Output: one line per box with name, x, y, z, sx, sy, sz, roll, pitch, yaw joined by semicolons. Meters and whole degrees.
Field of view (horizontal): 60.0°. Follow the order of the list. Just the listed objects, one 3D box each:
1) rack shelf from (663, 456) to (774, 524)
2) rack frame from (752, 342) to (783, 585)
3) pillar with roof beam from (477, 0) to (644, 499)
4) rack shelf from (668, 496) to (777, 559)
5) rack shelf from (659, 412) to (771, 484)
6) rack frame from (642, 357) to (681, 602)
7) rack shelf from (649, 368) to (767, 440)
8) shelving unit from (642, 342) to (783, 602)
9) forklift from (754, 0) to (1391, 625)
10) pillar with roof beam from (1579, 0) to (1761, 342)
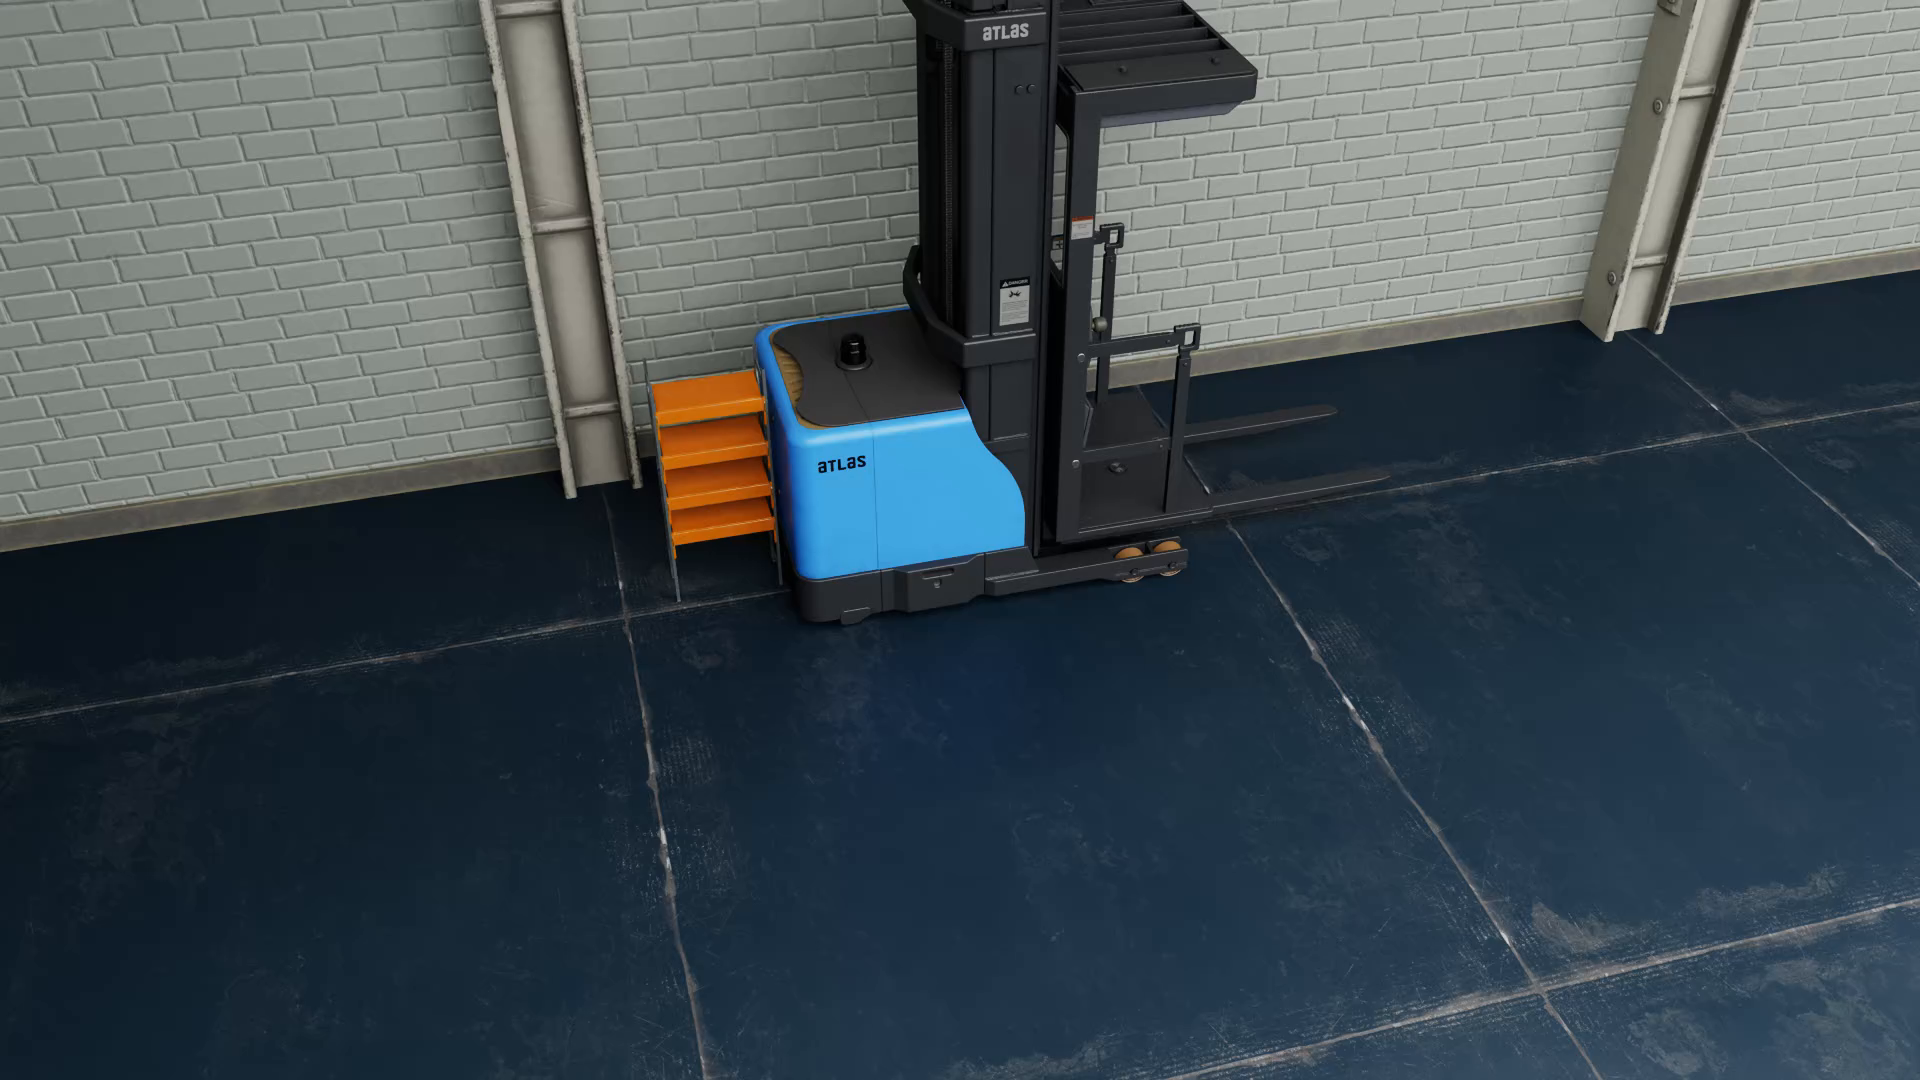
rack shelf;-1.121;-0.240;7.666;0.480;0.148;0.258;-9;38;-12
rack frame;-0.886;-0.332;7.676;0.015;1.200;0.240;-9;38;-12
pillar with roof beam;-0.743;-1.381;2.629;0.400;9.000;9.100;-9;38;-12
rack shelf;-1.121;-0.082;7.786;0.480;0.148;0.258;-9;38;-12
rack shelf;-1.121;-0.417;7.530;0.480;0.148;0.258;-9;38;-12
rack frame;-1.357;-0.254;7.574;0.015;1.200;0.240;-9;38;-12
rack shelf;-1.121;-0.605;7.386;0.480;0.148;0.258;-9;38;-12
shelving unit;-1.121;-0.293;7.625;0.503;1.200;0.258;-9;38;-12
forklift;0.601;-1.262;7.467;3.031;2.935;1.130;-9;38;-12
pillar with roof beam;5.050;-2.332;3.871;0.400;9.000;9.100;-9;38;-12
